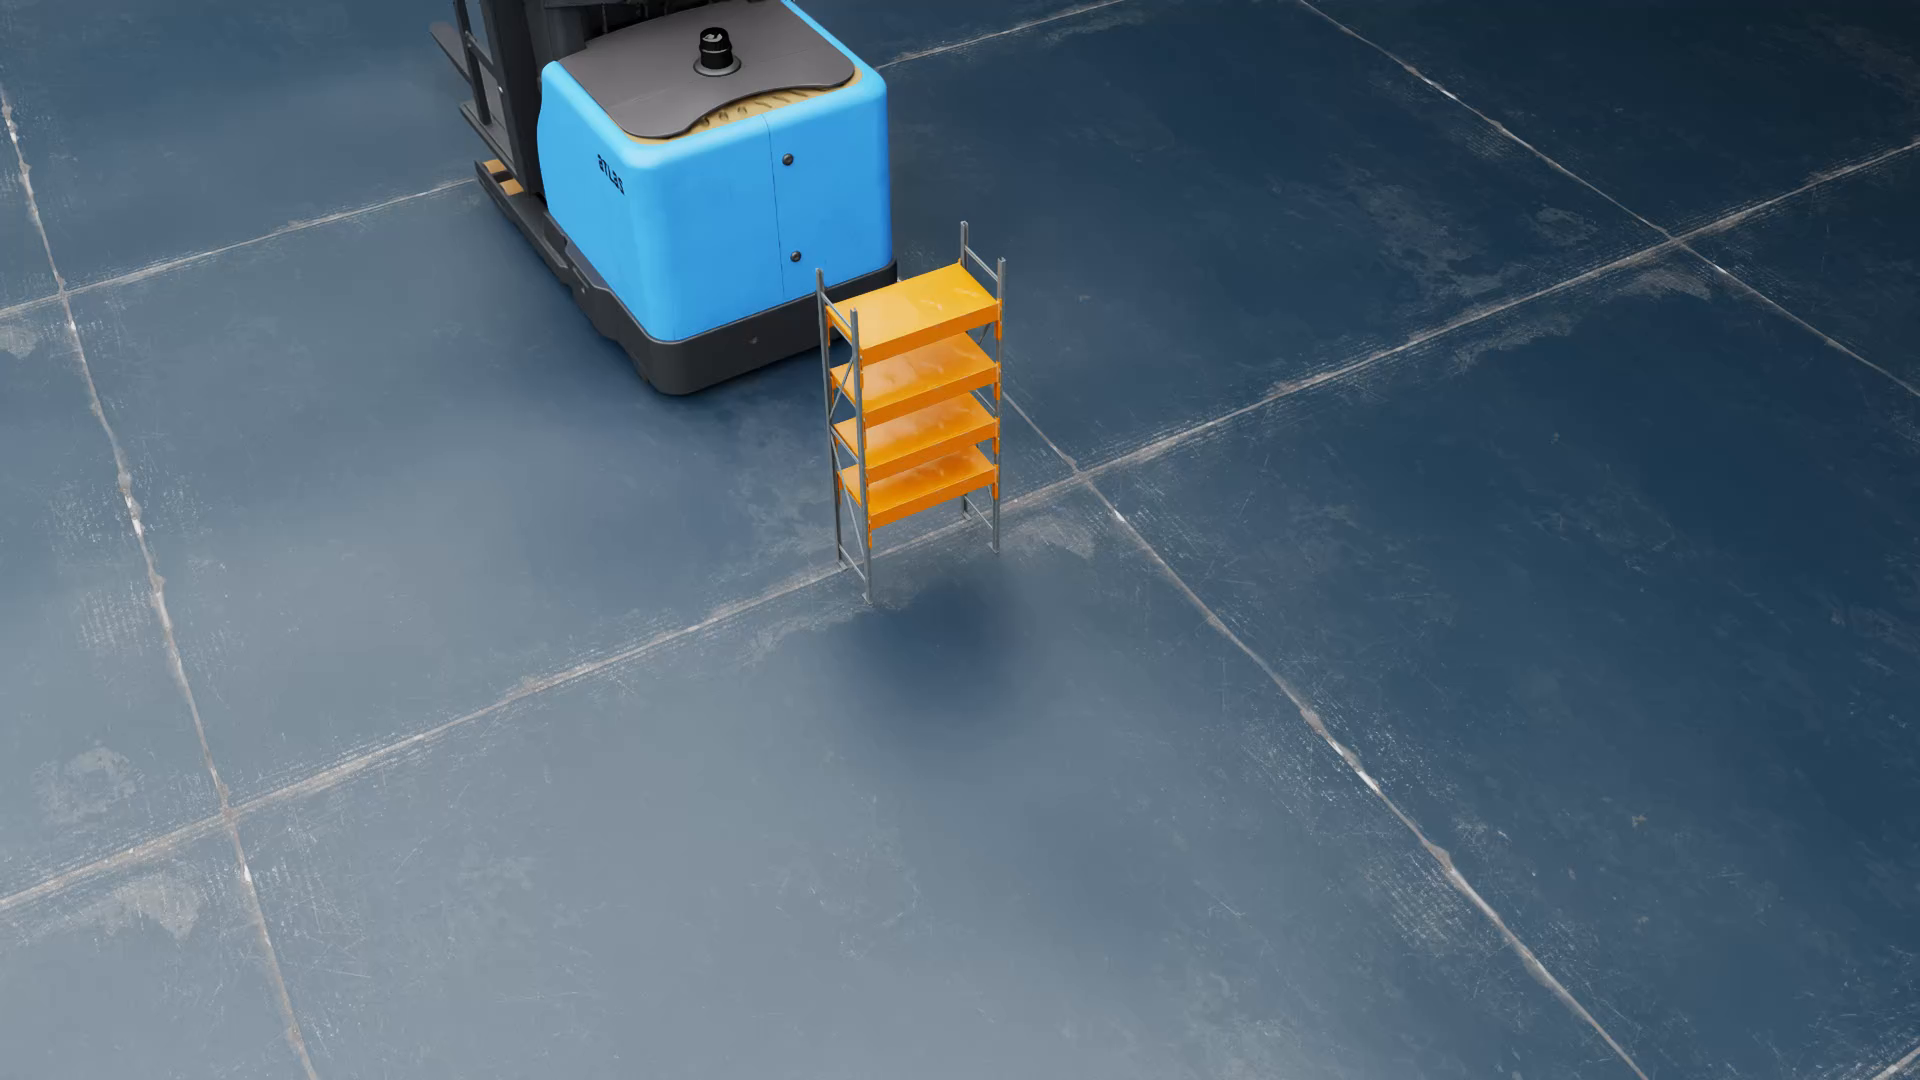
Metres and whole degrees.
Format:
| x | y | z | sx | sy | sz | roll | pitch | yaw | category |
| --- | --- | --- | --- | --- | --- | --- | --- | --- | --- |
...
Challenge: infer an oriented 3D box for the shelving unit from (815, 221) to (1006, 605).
| x | y | z | sx | sy | sz | roll | pitch | yaw | category |
| --- | --- | --- | --- | --- | --- | --- | --- | --- | --- |
| -0.144 | -0.373 | 5.273 | 0.503 | 1.200 | 0.258 | -22 | 48 | -21 | shelving unit |

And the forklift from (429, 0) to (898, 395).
| x | y | z | sx | sy | sz | roll | pitch | yaw | category |
| --- | --- | --- | --- | --- | --- | --- | --- | --- | --- |
| -1.456 | -2.599 | 6.323 | 1.130 | 2.935 | 3.031 | -24 | 49 | -23 | forklift |

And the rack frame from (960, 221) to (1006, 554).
| x | y | z | sx | sy | sz | roll | pitch | yaw | category |
| --- | --- | --- | --- | --- | --- | --- | --- | --- | --- |
| 0.068 | -0.458 | 5.360 | 0.015 | 1.200 | 0.240 | -22 | 48 | -21 | rack frame |

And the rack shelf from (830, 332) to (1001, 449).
| x | y | z | sx | sy | sz | roll | pitch | yaw | category |
| --- | --- | --- | --- | --- | --- | --- | --- | --- | --- |
| -0.144 | -0.485 | 5.164 | 0.480 | 0.148 | 0.258 | -22 | 48 | -21 | rack shelf |

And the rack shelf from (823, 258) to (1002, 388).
| x | y | z | sx | sy | sz | roll | pitch | yaw | category |
| --- | --- | --- | --- | --- | --- | --- | --- | --- | --- |
| -0.144 | -0.655 | 4.999 | 0.480 | 0.148 | 0.258 | -22 | 48 | -21 | rack shelf |

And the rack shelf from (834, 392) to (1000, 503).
| x | y | z | sx | sy | sz | roll | pitch | yaw | category |
| --- | --- | --- | --- | --- | --- | --- | --- | --- | --- |
| -0.144 | -0.325 | 5.320 | 0.480 | 0.148 | 0.258 | -22 | 48 | -21 | rack shelf |

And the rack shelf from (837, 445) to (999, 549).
| x | y | z | sx | sy | sz | roll | pitch | yaw | category |
| --- | --- | --- | --- | --- | --- | --- | --- | --- | --- |
| -0.144 | -0.182 | 5.458 | 0.480 | 0.148 | 0.258 | -22 | 48 | -21 | rack shelf |

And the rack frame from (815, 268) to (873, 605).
| x | y | z | sx | sy | sz | roll | pitch | yaw | category |
| --- | --- | --- | --- | --- | --- | --- | --- | --- | --- |
| -0.355 | -0.288 | 5.186 | 0.015 | 1.200 | 0.240 | -22 | 48 | -21 | rack frame |
